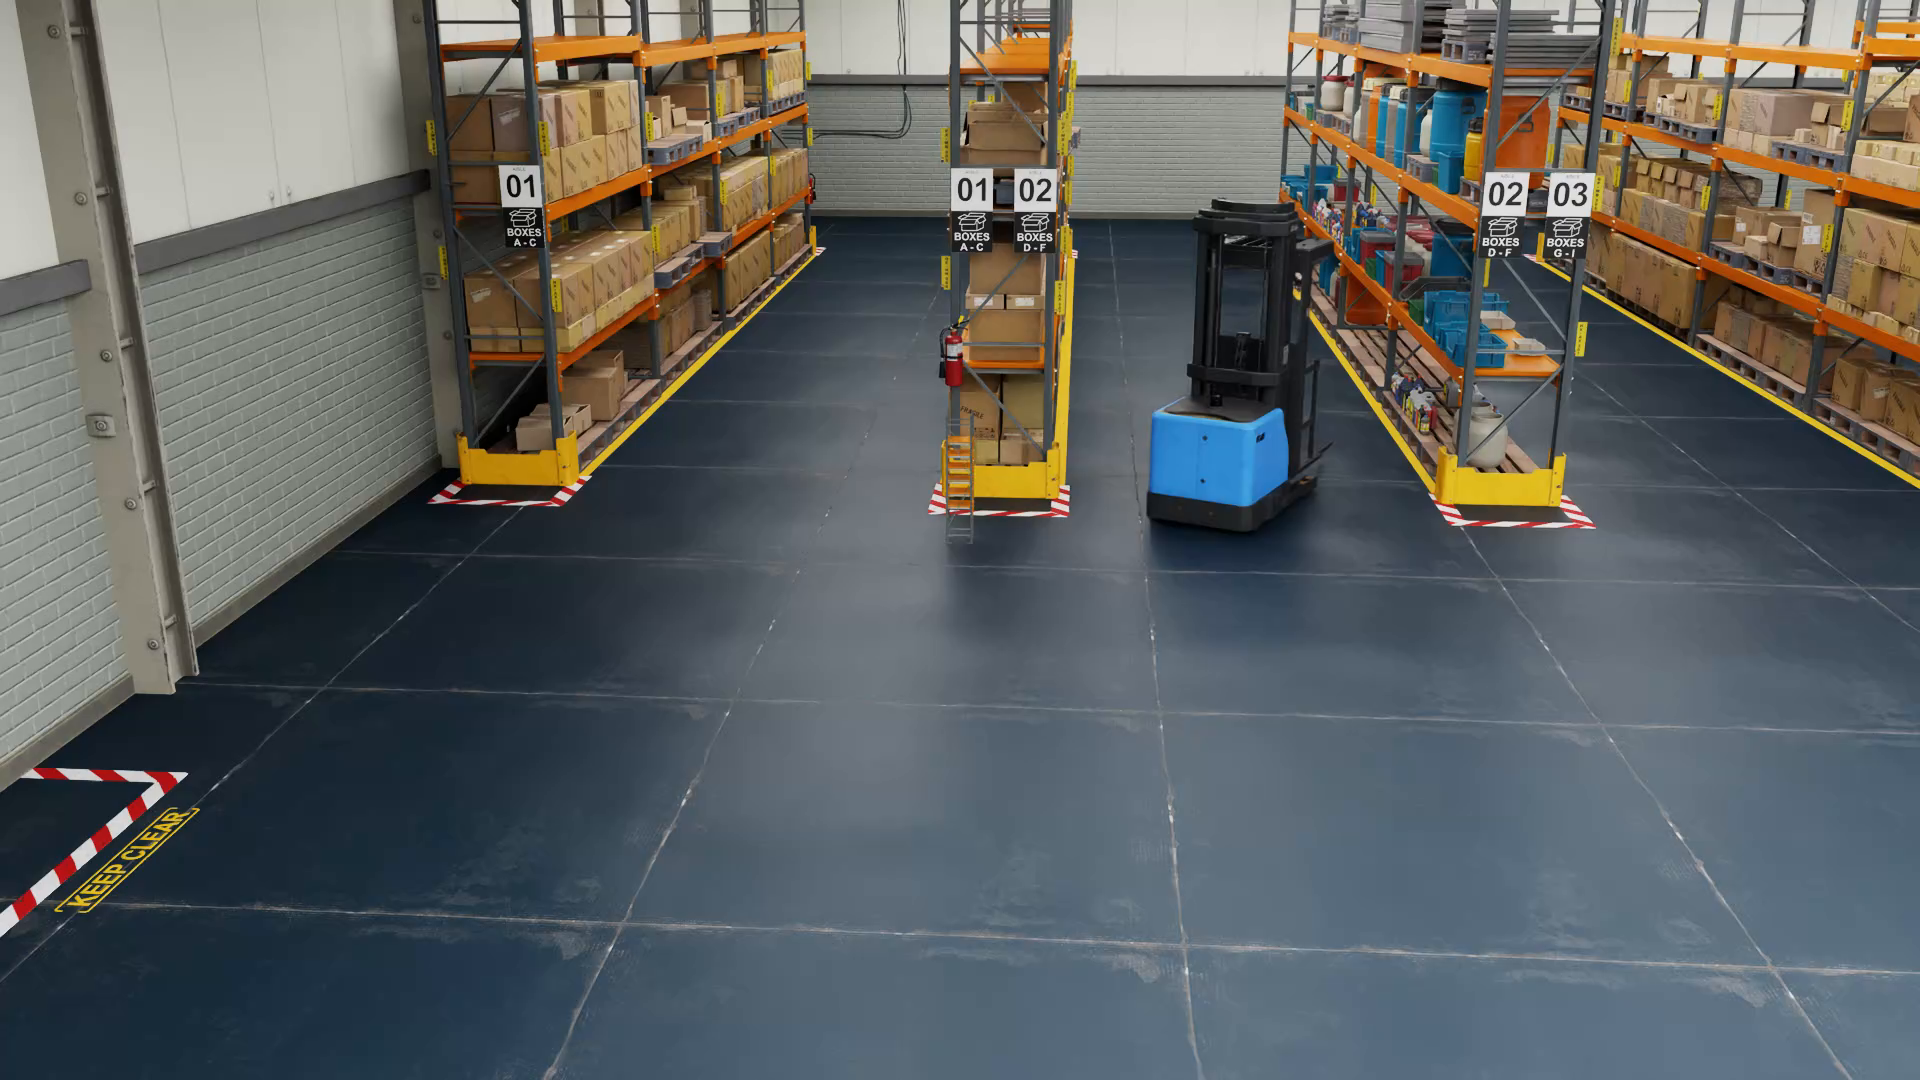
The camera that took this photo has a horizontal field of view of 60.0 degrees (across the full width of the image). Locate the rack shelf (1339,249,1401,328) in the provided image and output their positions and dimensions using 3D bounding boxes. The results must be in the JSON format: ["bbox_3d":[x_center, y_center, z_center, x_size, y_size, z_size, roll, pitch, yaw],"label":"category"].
[{"bbox_3d":[5.782,-3.315,21.705,1.077,0.370,4.000,1,18,4],"label":"rack shelf"}]

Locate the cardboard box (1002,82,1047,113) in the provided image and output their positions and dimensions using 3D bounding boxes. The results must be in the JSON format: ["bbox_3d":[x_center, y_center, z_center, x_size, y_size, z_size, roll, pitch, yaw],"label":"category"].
[{"bbox_3d":[0.800,-5.426,20.536,0.500,0.500,0.500,3,18,9],"label":"cardboard box"}]

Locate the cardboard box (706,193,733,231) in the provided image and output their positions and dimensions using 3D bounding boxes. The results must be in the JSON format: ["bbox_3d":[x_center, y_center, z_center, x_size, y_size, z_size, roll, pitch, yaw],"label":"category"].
[{"bbox_3d":[-3.666,-4.843,24.542,0.500,0.500,0.500,2,18,6],"label":"cardboard box"}]

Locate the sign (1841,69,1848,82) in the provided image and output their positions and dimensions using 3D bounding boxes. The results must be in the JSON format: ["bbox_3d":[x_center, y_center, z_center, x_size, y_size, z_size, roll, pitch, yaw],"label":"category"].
[{"bbox_3d":[15.838,-8.363,29.734,0.100,0.325,0.005,1,18,4],"label":"sign"}]

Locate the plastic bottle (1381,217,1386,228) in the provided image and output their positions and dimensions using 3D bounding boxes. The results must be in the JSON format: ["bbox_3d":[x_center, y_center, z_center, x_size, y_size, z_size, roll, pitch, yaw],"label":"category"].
[{"bbox_3d":[6.397,-4.738,25.100,0.097,0.271,0.097,0,18,0],"label":"plastic bottle"}]

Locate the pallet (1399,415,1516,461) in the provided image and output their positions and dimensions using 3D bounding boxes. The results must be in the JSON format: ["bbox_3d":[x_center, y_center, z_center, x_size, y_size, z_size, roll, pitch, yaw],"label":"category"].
[{"bbox_3d":[5.464,-1.123,18.338,1.003,0.211,1.213,1,18,4],"label":"pallet"}]

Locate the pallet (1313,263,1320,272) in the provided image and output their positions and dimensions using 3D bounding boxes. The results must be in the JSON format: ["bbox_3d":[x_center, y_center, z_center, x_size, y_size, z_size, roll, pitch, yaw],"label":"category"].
[{"bbox_3d":[6.311,-4.804,29.573,1.003,0.211,1.213,1,18,4],"label":"pallet"}]

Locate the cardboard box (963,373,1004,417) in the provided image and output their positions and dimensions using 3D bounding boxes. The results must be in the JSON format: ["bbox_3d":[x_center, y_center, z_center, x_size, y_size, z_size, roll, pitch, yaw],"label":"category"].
[{"bbox_3d":[0.210,-1.639,17.970,0.500,0.500,0.500,1,18,4],"label":"cardboard box"}]

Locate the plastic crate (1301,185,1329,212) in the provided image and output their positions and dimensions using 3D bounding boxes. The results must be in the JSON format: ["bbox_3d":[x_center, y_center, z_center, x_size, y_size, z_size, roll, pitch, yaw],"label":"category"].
[{"bbox_3d":[5.905,-5.694,27.739,0.392,0.384,0.575,1,18,4],"label":"plastic crate"}]

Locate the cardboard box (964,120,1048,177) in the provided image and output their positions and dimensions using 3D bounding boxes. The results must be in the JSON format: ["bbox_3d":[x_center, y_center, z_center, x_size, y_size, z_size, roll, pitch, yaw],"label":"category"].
[{"bbox_3d":[0.457,-3.824,16.221,0.797,0.503,0.637,3,18,8],"label":"cardboard box"}]

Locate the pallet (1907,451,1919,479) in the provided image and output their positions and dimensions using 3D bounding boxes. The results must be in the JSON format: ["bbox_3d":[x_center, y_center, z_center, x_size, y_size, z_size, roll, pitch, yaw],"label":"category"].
[{"bbox_3d":[10.391,-0.633,16.842,1.003,0.211,1.213,1,18,4],"label":"pallet"}]

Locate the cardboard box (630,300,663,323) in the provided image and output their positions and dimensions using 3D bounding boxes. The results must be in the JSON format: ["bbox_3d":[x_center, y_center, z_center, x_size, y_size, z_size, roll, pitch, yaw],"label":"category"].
[{"bbox_3d":[-4.179,-3.000,21.693,0.500,0.250,0.500,1,18,3],"label":"cardboard box"}]

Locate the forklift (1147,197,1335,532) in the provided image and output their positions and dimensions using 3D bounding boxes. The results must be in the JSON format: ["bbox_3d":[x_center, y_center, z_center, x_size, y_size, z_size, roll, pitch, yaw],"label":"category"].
[{"bbox_3d":[2.937,-1.878,16.275,1.130,2.935,3.031,10,21,28],"label":"forklift"}]

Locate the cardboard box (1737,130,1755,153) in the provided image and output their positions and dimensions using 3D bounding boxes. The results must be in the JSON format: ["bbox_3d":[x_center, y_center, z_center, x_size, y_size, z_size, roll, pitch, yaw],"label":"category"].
[{"bbox_3d":[10.541,-5.222,21.793,0.500,0.250,0.500,2,18,5],"label":"cardboard box"}]

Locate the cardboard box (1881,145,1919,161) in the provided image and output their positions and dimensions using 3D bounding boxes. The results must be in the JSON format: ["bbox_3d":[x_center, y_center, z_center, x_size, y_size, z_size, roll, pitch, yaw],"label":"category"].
[{"bbox_3d":[10.256,-4.206,18.053,0.380,0.149,0.250,1,18,4],"label":"cardboard box"}]

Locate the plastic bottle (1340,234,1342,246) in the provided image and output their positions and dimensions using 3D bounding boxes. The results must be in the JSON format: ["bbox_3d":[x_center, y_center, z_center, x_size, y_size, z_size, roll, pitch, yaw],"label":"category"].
[{"bbox_3d":[5.555,-4.354,24.040,0.097,0.201,0.097,0,18,0],"label":"plastic bottle"}]

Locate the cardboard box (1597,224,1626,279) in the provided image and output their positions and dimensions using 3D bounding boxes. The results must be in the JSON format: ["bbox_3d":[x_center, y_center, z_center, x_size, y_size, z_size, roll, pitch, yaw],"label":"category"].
[{"bbox_3d":[11.280,-4.803,27.828,0.875,0.875,0.875,1,18,4],"label":"cardboard box"}]

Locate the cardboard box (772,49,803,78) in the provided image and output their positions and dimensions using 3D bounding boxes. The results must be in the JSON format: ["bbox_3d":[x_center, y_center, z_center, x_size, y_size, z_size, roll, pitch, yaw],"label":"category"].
[{"bbox_3d":[-3.163,-8.708,30.393,0.500,0.500,0.500,1,18,4],"label":"cardboard box"}]

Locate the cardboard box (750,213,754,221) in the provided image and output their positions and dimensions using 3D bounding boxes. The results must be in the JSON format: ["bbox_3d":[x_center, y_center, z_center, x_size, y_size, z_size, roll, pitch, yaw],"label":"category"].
[{"bbox_3d":[-3.513,-5.204,26.687,0.380,0.149,0.250,1,18,4],"label":"cardboard box"}]

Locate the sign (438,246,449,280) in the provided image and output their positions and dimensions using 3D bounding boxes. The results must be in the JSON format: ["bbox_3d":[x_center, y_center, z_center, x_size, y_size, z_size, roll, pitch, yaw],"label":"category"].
[{"bbox_3d":[-5.082,-2.734,16.408,0.100,0.325,0.005,1,18,4],"label":"sign"}]

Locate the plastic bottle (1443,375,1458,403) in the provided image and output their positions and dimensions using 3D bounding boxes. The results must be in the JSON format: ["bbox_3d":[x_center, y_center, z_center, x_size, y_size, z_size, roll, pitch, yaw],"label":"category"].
[{"bbox_3d":[5.736,-1.783,19.421,0.144,0.351,0.185,1,18,4],"label":"plastic bottle"}]

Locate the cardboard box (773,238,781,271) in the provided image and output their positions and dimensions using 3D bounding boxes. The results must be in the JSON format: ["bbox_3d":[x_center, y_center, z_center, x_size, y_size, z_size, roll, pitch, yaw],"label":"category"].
[{"bbox_3d":[-3.513,-4.983,28.981,0.700,0.500,0.500,2,18,5],"label":"cardboard box"}]

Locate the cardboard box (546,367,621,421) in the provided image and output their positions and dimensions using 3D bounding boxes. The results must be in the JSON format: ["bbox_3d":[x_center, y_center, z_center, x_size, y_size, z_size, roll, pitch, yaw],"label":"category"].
[{"bbox_3d":[-4.247,-1.652,18.784,0.700,0.500,0.500,0,18,0],"label":"cardboard box"}]

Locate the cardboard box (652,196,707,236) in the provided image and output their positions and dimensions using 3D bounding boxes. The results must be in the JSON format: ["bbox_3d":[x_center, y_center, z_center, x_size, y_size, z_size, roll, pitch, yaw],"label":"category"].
[{"bbox_3d":[-3.980,-4.610,23.633,0.700,0.500,0.500,-1,18,-3],"label":"cardboard box"}]

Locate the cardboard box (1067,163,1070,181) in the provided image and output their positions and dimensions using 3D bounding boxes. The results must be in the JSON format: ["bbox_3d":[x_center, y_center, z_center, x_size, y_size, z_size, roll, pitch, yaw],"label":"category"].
[{"bbox_3d":[1.586,-6.295,27.877,0.500,0.500,0.500,2,18,5],"label":"cardboard box"}]

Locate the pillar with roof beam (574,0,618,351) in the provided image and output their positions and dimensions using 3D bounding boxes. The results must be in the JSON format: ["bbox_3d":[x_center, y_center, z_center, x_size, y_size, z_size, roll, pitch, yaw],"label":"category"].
[{"bbox_3d":[-0.618,-6.870,21.763,9.100,9.000,0.400,1,18,4],"label":"pillar with roof beam"}]

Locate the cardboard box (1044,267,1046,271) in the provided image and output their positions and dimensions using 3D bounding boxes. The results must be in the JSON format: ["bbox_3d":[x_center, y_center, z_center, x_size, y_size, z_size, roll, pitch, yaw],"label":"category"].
[{"bbox_3d":[0.766,-2.855,17.945,0.380,0.149,0.250,1,18,4],"label":"cardboard box"}]

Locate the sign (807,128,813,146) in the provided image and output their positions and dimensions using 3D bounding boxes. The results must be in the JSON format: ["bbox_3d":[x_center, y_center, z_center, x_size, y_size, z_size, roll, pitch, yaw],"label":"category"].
[{"bbox_3d":[-2.842,-7.630,31.479,0.100,0.325,0.005,1,18,4],"label":"sign"}]

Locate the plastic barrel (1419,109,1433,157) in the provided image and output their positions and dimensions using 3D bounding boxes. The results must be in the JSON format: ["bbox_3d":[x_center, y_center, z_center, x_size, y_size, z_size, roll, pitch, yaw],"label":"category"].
[{"bbox_3d":[5.412,-4.585,18.753,0.421,0.512,0.421,0,18,0],"label":"plastic barrel"}]

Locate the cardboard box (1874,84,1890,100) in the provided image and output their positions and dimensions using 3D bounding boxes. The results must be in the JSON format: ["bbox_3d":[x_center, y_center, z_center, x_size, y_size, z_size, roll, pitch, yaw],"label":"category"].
[{"bbox_3d":[16.004,-7.652,28.408,0.500,0.250,0.500,1,18,5],"label":"cardboard box"}]

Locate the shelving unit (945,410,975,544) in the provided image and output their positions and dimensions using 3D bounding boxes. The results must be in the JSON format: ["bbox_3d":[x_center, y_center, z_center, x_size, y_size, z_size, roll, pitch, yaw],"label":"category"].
[{"bbox_3d":[-0.001,-0.566,15.049,0.258,1.200,0.189,1,18,4],"label":"shelving unit"}]

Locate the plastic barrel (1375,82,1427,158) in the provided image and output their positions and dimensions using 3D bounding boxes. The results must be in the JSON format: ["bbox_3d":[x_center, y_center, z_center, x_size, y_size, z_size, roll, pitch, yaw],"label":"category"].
[{"bbox_3d":[5.552,-5.268,20.889,0.600,0.901,0.708,1,18,4],"label":"plastic barrel"}]

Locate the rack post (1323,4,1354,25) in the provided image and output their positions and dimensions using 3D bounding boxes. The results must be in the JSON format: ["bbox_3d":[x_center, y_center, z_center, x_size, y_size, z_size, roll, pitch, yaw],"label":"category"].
[{"bbox_3d":[6.121,-8.074,25.561,0.937,0.300,0.954,1,18,3],"label":"rack post"}]

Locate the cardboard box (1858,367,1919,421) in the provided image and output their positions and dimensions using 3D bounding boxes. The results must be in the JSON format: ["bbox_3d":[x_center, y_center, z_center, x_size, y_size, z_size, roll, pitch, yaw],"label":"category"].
[{"bbox_3d":[10.477,-1.636,18.764,0.500,0.500,0.500,7,20,21],"label":"cardboard box"}]

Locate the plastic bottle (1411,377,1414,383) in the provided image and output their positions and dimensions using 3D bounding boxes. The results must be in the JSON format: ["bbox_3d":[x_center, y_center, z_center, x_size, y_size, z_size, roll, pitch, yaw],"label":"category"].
[{"bbox_3d":[5.289,-1.762,19.465,0.061,0.283,0.133,1,18,4],"label":"plastic bottle"}]

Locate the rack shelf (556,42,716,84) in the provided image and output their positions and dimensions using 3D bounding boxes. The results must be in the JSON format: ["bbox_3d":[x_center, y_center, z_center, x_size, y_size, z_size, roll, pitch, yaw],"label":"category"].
[{"bbox_3d":[-4.099,-6.197,21.508,1.077,0.370,4.000,1,18,4],"label":"rack shelf"}]

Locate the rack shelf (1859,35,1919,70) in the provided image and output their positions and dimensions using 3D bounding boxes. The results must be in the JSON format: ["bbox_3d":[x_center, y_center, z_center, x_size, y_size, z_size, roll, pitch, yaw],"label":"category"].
[{"bbox_3d":[10.436,-4.811,16.643,1.077,0.370,4.000,1,18,4],"label":"rack shelf"}]

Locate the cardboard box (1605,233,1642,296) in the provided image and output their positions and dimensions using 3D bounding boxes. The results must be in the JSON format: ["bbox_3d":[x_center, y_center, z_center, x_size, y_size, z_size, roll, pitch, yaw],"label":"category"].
[{"bbox_3d":[11.127,-4.400,26.600,1.225,0.875,0.875,1,18,4],"label":"cardboard box"}]

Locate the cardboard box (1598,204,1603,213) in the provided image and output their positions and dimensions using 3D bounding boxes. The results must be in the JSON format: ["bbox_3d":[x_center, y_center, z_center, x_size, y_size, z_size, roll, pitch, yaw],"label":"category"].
[{"bbox_3d":[10.884,-5.552,27.780,0.380,0.149,0.250,1,18,3],"label":"cardboard box"}]

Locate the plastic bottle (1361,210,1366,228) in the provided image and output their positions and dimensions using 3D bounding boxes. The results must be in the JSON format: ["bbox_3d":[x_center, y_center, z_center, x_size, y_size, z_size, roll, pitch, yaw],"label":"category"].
[{"bbox_3d":[6.309,-5.015,25.944,0.097,0.271,0.097,0,18,0],"label":"plastic bottle"}]

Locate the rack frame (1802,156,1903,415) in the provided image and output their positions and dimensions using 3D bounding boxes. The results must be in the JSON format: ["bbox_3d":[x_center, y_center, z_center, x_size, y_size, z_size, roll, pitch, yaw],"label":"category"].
[{"bbox_3d":[10.579,-2.925,19.360,1.000,3.000,0.127,1,18,4],"label":"rack frame"}]

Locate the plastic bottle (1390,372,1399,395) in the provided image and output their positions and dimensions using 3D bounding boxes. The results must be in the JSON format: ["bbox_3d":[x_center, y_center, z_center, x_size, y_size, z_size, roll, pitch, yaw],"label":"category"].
[{"bbox_3d":[5.179,-1.859,19.782,0.097,0.271,0.097,0,18,0],"label":"plastic bottle"}]

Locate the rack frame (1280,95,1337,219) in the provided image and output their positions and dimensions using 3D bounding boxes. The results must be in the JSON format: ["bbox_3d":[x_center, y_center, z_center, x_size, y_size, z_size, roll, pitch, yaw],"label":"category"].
[{"bbox_3d":[6.499,-6.763,31.072,1.000,3.000,0.127,1,18,4],"label":"rack frame"}]

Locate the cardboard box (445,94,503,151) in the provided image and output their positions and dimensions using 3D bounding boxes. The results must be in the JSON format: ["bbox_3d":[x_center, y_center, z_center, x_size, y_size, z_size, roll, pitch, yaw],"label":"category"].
[{"bbox_3d":[-4.759,-4.112,16.366,0.500,0.500,0.500,2,18,6],"label":"cardboard box"}]

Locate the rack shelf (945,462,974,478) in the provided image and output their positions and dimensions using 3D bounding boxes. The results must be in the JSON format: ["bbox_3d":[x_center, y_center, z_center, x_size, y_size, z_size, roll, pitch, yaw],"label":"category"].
[{"bbox_3d":[-0.001,-0.637,15.026,0.258,0.103,0.180,1,18,4],"label":"rack shelf"}]

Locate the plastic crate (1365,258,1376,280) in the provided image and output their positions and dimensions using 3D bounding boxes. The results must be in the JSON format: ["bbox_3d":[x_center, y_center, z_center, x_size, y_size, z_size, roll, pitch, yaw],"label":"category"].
[{"bbox_3d":[5.482,-3.482,21.400,0.450,0.188,0.662,1,18,4],"label":"plastic crate"}]

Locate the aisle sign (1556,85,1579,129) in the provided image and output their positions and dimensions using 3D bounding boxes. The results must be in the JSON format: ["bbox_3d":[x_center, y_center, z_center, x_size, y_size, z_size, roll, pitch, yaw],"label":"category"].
[{"bbox_3d":[11.145,-7.917,30.418,0.394,0.787,0.004,1,18,4],"label":"aisle sign"}]

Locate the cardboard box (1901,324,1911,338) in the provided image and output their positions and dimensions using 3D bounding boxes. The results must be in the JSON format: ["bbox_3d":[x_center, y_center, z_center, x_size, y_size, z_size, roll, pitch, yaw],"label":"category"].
[{"bbox_3d":[10.197,-2.201,17.553,0.380,0.149,0.250,1,18,4],"label":"cardboard box"}]

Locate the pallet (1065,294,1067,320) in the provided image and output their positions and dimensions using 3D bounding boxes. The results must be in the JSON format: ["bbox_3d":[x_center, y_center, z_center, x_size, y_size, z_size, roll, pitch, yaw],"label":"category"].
[{"bbox_3d":[1.166,-3.674,26.122,1.003,0.211,1.213,1,18,4],"label":"pallet"}]

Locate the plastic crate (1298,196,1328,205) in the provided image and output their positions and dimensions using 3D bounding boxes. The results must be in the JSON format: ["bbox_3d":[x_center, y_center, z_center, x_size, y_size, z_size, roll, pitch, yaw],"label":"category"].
[{"bbox_3d":[6.024,-5.772,28.393,0.437,0.125,0.590,1,18,4],"label":"plastic crate"}]

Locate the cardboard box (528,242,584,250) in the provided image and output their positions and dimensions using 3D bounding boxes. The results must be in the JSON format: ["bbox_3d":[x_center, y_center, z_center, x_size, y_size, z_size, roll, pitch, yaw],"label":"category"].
[{"bbox_3d":[-4.567,-3.095,18.883,0.500,0.500,0.500,2,18,5],"label":"cardboard box"}]

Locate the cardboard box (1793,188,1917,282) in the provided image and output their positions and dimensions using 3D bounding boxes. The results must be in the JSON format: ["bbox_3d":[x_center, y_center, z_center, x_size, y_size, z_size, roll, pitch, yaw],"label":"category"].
[{"bbox_3d":[10.776,-3.653,19.945,1.000,1.000,1.000,1,18,4],"label":"cardboard box"}]

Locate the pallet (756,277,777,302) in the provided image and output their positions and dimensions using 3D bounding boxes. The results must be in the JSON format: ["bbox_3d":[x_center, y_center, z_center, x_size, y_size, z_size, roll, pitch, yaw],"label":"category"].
[{"bbox_3d":[-3.649,-4.175,27.653,1.003,0.211,1.213,1,18,4],"label":"pallet"}]
